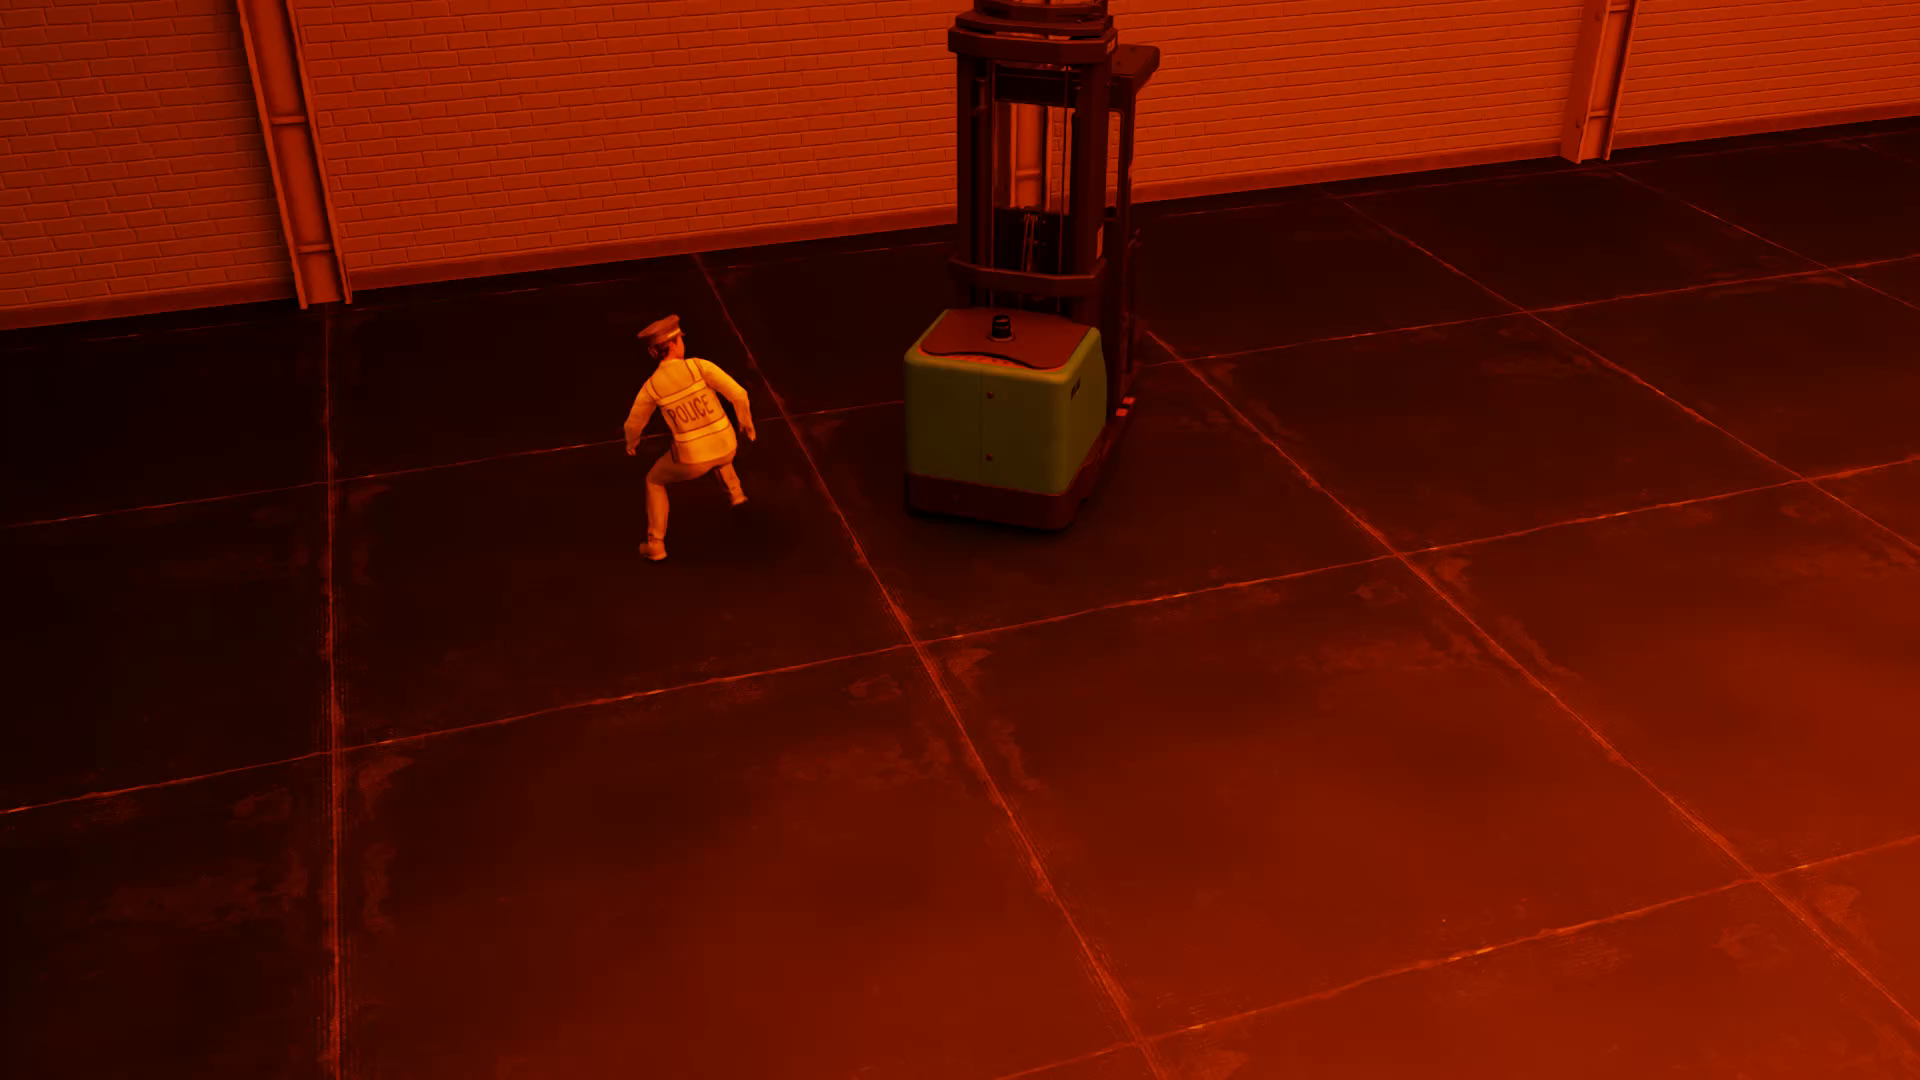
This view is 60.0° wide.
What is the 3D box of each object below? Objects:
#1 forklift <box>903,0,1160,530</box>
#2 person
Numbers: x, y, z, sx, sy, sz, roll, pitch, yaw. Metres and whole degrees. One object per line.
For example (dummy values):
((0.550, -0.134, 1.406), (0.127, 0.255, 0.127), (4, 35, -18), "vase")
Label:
((0.597, -2.051, 10.651), (1.130, 2.935, 3.031), (9, 31, 16), "forklift")
((-1.580, -0.610, 9.695), (0.744, 1.456, 0.624), (-12, 32, -20), "person")
